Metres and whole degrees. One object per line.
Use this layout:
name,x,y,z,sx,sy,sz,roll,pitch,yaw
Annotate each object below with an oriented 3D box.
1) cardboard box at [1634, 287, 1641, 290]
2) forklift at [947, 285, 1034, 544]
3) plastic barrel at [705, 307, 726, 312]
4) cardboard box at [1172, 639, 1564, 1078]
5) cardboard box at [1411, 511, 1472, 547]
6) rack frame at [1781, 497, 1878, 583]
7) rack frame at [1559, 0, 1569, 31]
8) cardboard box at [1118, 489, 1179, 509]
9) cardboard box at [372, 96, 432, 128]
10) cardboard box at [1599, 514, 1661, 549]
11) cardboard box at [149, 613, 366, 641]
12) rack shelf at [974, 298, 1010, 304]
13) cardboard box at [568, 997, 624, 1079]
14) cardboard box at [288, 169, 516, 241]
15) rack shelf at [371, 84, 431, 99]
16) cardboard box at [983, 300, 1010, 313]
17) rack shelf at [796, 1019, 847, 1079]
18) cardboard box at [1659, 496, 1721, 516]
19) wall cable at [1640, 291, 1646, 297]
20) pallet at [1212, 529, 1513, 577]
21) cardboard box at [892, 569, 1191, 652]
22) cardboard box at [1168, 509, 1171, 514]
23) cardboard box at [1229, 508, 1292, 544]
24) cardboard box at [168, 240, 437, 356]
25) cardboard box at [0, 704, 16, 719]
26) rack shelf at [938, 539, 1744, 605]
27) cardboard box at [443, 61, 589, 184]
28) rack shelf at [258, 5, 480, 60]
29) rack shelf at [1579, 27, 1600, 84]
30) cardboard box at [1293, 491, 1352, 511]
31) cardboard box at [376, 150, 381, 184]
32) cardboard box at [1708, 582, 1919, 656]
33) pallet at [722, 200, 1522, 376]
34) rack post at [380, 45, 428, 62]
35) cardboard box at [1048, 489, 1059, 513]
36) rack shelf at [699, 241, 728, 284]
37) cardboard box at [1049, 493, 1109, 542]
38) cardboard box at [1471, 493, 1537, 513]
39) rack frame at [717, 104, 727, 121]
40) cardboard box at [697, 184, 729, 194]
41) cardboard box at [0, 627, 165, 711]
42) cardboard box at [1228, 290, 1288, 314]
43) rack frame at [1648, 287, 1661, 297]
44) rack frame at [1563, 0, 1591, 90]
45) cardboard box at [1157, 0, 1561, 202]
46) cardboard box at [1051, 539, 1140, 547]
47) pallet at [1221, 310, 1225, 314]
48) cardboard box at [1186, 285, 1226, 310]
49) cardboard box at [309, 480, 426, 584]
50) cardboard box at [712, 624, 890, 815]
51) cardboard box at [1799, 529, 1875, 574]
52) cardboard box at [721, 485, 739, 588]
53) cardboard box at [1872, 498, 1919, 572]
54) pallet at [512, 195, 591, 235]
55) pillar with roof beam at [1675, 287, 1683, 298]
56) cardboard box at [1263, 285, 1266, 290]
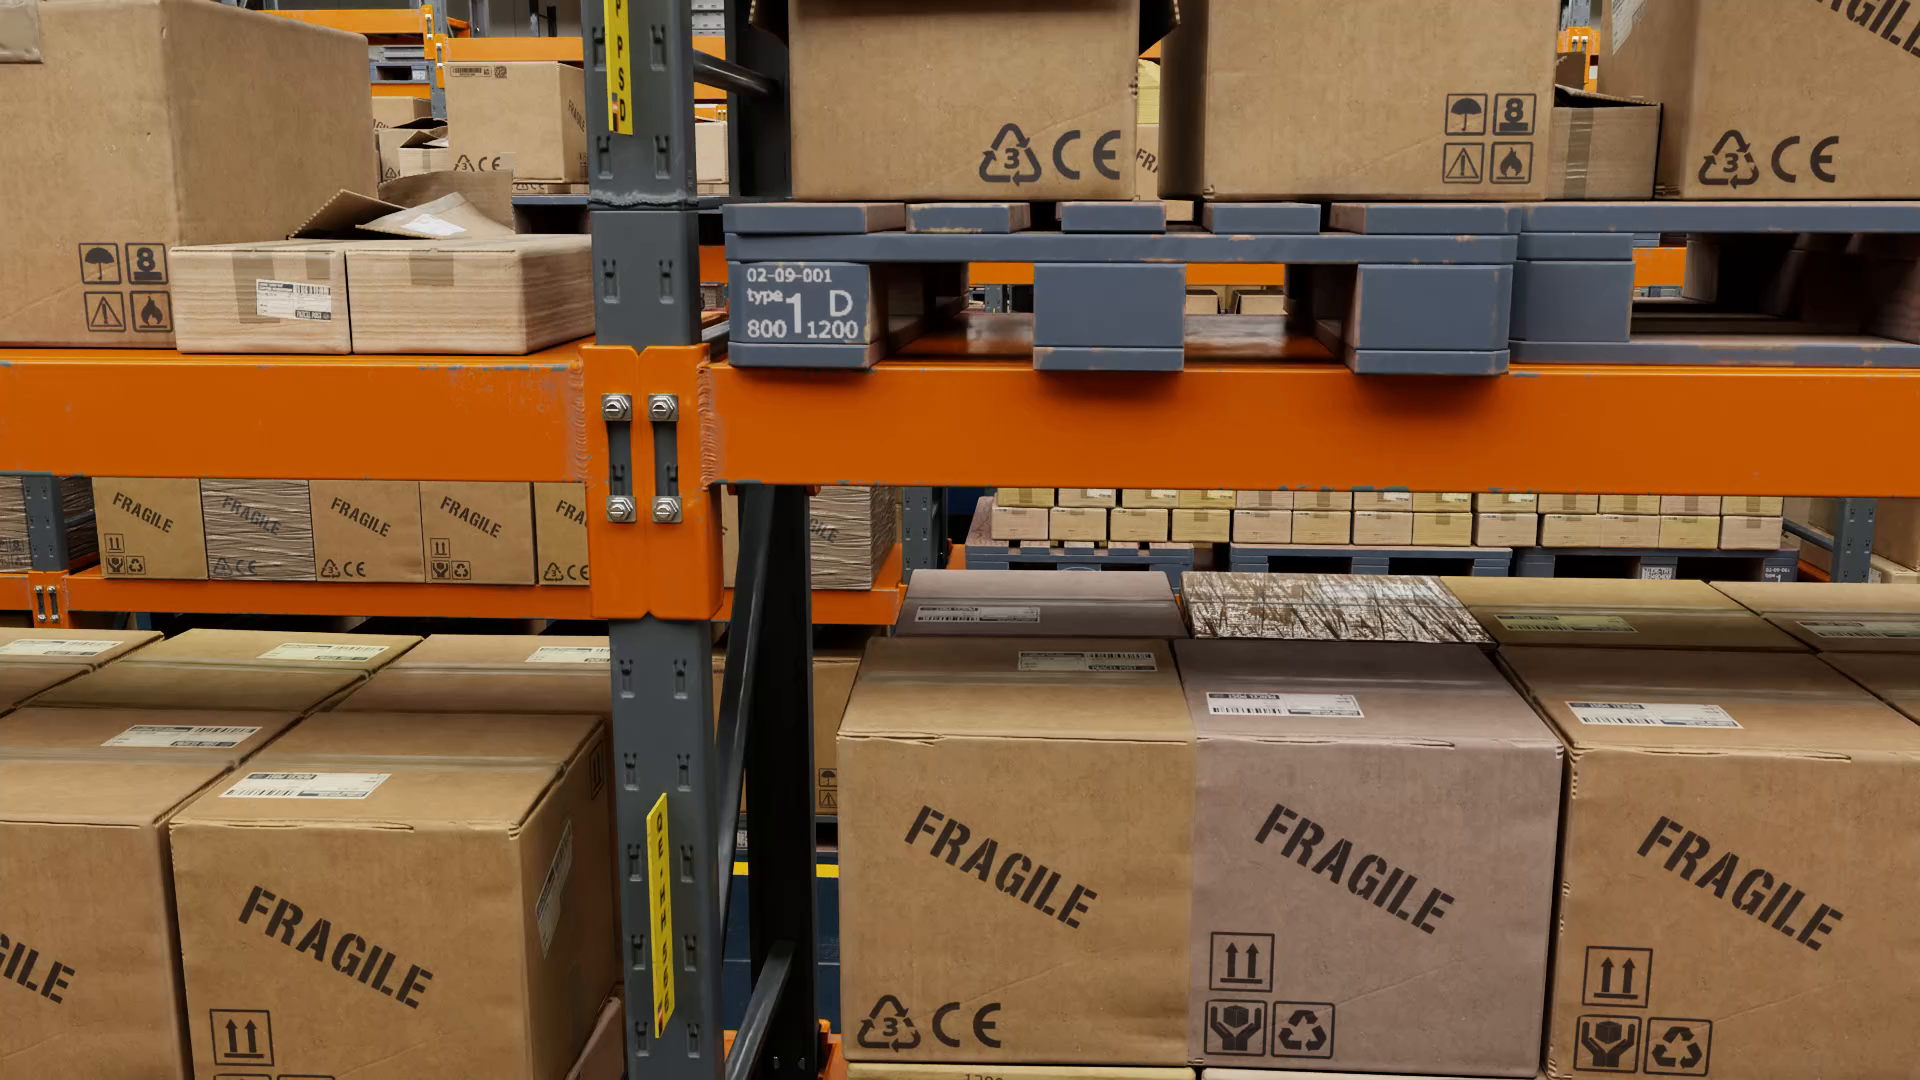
cardboard box,8.459,-3.488,21.433,0.500,0.500,0.500,1,12,3
forklift,1.174,-1.431,14.453,3.031,2.935,1.130,1,12,5
plastic barrel,-2.446,-2.161,17.442,0.433,0.535,0.433,0,12,0
cardboard box,0.583,0.462,2.548,0.500,0.500,0.500,1,12,4
cardboard box,2.123,-0.084,7.432,0.250,0.149,0.380,1,12,6
rack frame,3.833,-0.019,7.534,0.127,3.000,1.000,1,12,4
rack frame,9.249,-6.949,26.009,0.127,3.000,1.000,1,12,4
cardboard box,0.848,-0.248,7.491,0.250,0.149,0.380,0,12,2
cardboard box,-4.183,-3.002,12.277,0.500,0.500,0.500,0,12,2
cardboard box,2.915,-0.074,7.384,0.250,0.149,0.380,1,12,4
cardboard box,-3.524,0.757,8.292,0.750,0.750,1.050,1,12,3
rack shelf,-0.729,-3.797,27.351,4.000,0.370,1.077,1,12,4
cardboard box,-0.731,0.900,2.730,0.250,0.149,0.380,1,12,6
cardboard box,-0.946,-0.506,2.865,0.258,0.266,0.396,1,12,4
rack shelf,-5.382,-4.568,17.364,4.000,0.370,1.077,1,12,4
cardboard box,0.580,-3.080,22.384,0.500,0.311,0.500,2,12,7
rack shelf,1.607,1.318,2.898,4.000,0.370,1.077,1,12,4
cardboard box,3.159,-0.216,7.336,0.250,0.149,0.380,1,12,4
wall cable,10.590,-4.685,27.359,1.851,1.984,0.084,1,12,4
pallet,1.819,0.039,7.726,1.213,0.211,1.003,1,12,4
cardboard box,0.145,0.354,3.064,0.500,0.500,0.500,0,12,2
cardboard box,1.117,-0.232,8.141,0.250,0.149,0.380,1,12,3
cardboard box,1.347,-0.095,7.486,0.250,0.149,0.380,1,12,6
cardboard box,-0.965,-0.370,2.498,0.250,0.149,0.380,1,12,4
cardboard box,-1.881,0.578,2.685,0.500,0.500,0.500,0,12,0
rack shelf,1.837,0.305,7.739,4.000,0.370,1.077,1,12,4
cardboard box,-1.912,-1.812,7.266,0.500,0.500,0.500,1,12,4
rack shelf,-5.713,-3.751,12.486,4.000,0.370,1.077,1,12,4
rack shelf,6.260,-3.392,11.741,4.000,0.370,1.077,1,12,4
cardboard box,1.595,-0.237,7.438,0.250,0.149,0.380,1,12,3
cardboard box,-2.769,-1.656,7.377,0.250,0.149,0.380,1,12,4
cardboard box,1.657,0.376,2.960,0.500,0.500,0.500,1,12,3
pallet,0.258,-0.439,2.677,1.003,0.211,1.213,1,12,6
rack post,-5.442,-5.087,17.291,0.954,0.300,0.937,1,12,3
cardboard box,0.365,-0.244,8.195,0.250,0.149,0.380,1,12,5
rack shelf,-2.154,-1.218,7.693,4.000,0.370,1.077,1,12,4
cardboard box,0.542,-0.106,7.535,0.250,0.149,0.380,1,12,7
cardboard box,2.379,-0.227,7.387,0.250,0.149,0.380,0,12,1
rack frame,-3.052,-6.101,21.955,0.127,3.000,1.000,1,12,4
cardboard box,-1.840,-2.695,12.544,0.250,0.166,0.380,0,12,2
cardboard box,-1.873,0.473,3.182,0.500,0.500,0.500,1,12,5
cardboard box,2.322,-1.595,12.374,0.637,0.503,0.797,1,12,6
rack frame,8.922,-3.000,21.785,0.127,3.000,1.000,1,12,4
rack frame,4.265,-3.968,11.758,0.127,3.000,1.000,1,12,4
cardboard box,0.612,-0.809,2.716,0.500,0.500,0.700,0,12,1
cardboard box,0.961,-0.238,12.743,0.875,0.875,1.225,0,12,1
pallet,2.880,-2.990,22.205,1.213,0.211,1.003,1,12,4
cardboard box,3.164,-3.321,22.048,0.500,0.500,0.700,-2,12,-11
cardboard box,-2.640,-0.101,7.683,0.500,0.500,0.500,1,12,3
cardboard box,-0.760,0.795,8.111,0.750,0.750,1.050,1,12,3
cardboard box,4.133,0.060,7.770,0.250,0.149,0.380,1,12,3
cardboard box,-1.123,-0.081,7.587,0.500,0.500,0.500,1,12,4
cardboard box,4.310,-0.156,7.215,0.500,0.500,0.500,1,12,3
pallet,-1.920,-1.463,7.569,1.213,0.211,1.003,1,12,6
pillar with roof beam,11.713,-6.209,22.473,0.400,9.000,9.100,1,12,4
cardboard box,4.780,-4.226,26.626,0.500,0.500,0.500,1,12,3
